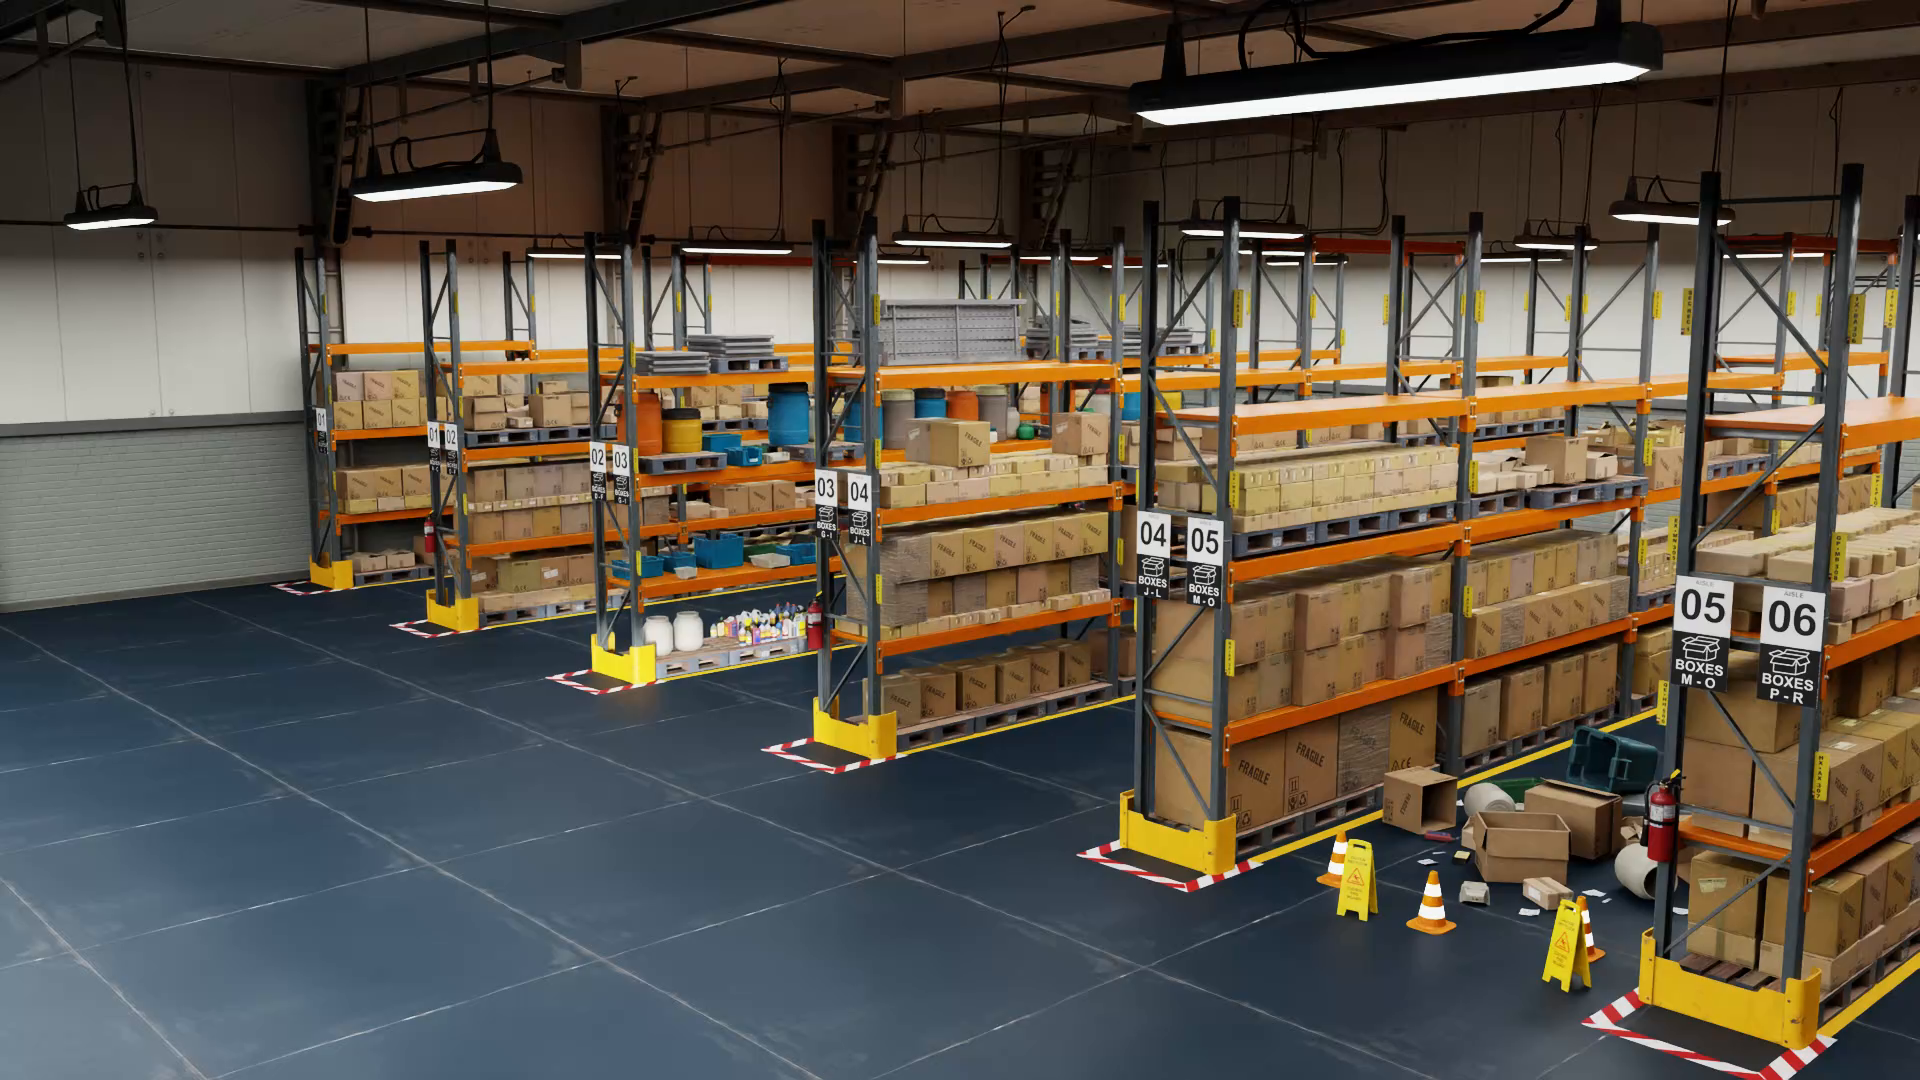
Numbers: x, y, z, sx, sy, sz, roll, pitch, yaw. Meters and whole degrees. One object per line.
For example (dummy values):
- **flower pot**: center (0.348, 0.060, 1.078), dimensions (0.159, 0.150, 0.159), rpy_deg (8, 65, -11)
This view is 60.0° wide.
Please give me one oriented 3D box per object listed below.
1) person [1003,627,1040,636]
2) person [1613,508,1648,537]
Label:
- **person**: center (0.910, 0.542, 24.191), dimensions (0.574, 1.708, 0.583), rpy_deg (-7, 11, -39)
- **person**: center (11.865, -0.024, 29.420), dimensions (0.611, 1.768, 0.600), rpy_deg (-1, 8, -4)
